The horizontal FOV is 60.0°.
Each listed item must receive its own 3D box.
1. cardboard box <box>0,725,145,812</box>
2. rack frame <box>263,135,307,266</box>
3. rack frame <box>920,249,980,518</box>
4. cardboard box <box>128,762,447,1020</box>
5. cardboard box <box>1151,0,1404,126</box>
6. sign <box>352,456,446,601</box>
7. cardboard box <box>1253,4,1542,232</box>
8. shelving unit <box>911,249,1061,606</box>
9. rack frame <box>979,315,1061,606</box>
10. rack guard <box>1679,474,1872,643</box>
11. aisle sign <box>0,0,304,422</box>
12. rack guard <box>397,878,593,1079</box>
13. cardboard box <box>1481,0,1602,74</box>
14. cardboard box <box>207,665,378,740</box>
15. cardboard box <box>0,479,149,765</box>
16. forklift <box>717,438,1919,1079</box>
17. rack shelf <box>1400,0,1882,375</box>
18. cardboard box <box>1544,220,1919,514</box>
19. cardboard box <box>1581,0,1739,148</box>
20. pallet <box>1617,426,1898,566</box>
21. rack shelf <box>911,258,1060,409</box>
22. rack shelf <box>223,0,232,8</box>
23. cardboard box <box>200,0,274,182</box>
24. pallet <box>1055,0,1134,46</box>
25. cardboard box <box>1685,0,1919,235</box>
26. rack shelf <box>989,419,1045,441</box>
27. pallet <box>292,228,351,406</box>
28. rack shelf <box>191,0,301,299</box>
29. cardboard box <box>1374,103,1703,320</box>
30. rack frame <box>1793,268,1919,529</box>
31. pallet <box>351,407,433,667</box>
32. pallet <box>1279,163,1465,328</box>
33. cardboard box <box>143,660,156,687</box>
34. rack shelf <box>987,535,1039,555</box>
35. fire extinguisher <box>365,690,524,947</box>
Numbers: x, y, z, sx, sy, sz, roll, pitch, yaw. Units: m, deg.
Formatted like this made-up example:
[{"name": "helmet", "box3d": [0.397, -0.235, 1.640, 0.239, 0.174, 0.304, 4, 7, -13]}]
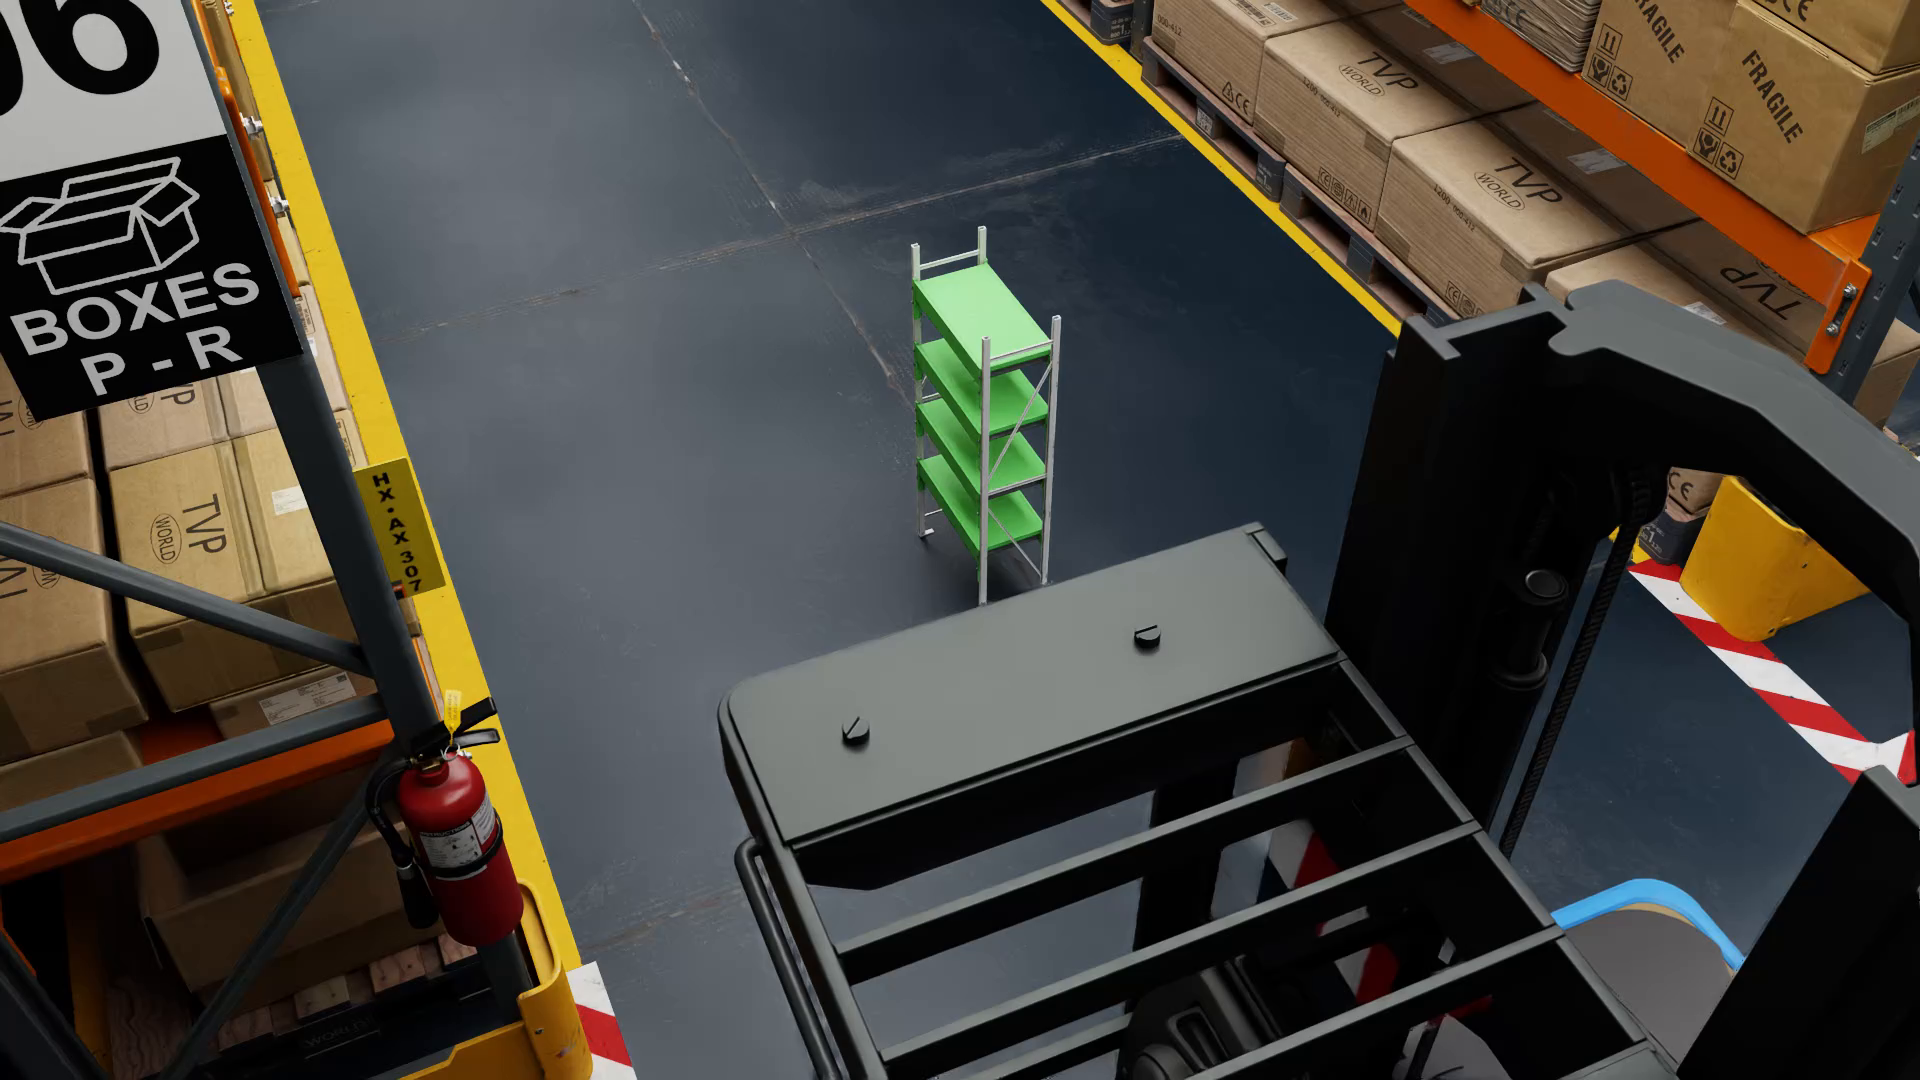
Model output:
[{"name": "cardboard box", "box3d": [-1.891, 0.410, 3.378, 0.380, 0.149, 0.250, -19, 48, -18]}, {"name": "rack frame", "box3d": [-3.190, -2.097, 5.739, 1.000, 3.000, 0.127, -18, 47, -17]}, {"name": "rack frame", "box3d": [-0.034, -0.477, 5.379, 0.228, 1.046, 0.006, -18, 47, -17]}, {"name": "cardboard box", "box3d": [-1.680, 0.774, 4.309, 0.797, 0.503, 0.637, -20, 48, -19]}, {"name": "cardboard box", "box3d": [1.478, -2.371, 7.542, 0.875, 0.438, 0.875, -19, 48, -18]}, {"name": "sign", "box3d": [-1.016, -0.016, 3.014, 0.100, 0.325, 0.005, -18, 47, -17]}, {"name": "cardboard box", "box3d": [1.855, -1.800, 6.964, 0.875, 0.438, 0.875, -19, 48, -19]}, {"name": "shelving unit", "box3d": [4.177, -4.790, 9.751, 13.061, 1.200, 8.595, -18, 47, -17]}, {"name": "rack frame", "box3d": [0.172, -0.166, 5.064, 0.240, 1.200, 0.015, -18, 47, -17]}, {"name": "rack guard", "box3d": [3.004, -0.111, 5.506, 1.175, 0.500, 0.348, -18, 47, -17]}, {"name": "aisle sign", "box3d": [-1.213, -0.516, 2.287, 0.394, 0.787, 0.004, -18, 47, -17]}, {"name": "rack guard", "box3d": [-1.540, 1.294, 4.083, 1.175, 0.500, 0.348, -18, 47, -17]}, {"name": "cardboard box", "box3d": [2.128, -1.930, 5.499, 0.500, 0.500, 0.500, -17, 47, -16]}, {"name": "cardboard box", "box3d": [-1.398, 0.251, 3.539, 0.380, 0.149, 0.250, -18, 48, -18]}, {"name": "cardboard box", "box3d": [-1.943, 0.185, 3.322, 0.500, 0.250, 0.500, -17, 47, -16]}, {"name": "forklift", "box3d": [3.511, -0.348, 4.078, 10.579, 2.843, 2.598, -17, 47, -16]}, {"name": "rack shelf", "box3d": [2.153, -2.034, 6.188, 1.077, 0.370, 4.000, -18, 47, -17]}, {"name": "cardboard box", "box3d": [2.625, -0.645, 5.793, 0.875, 0.438, 0.875, -20, 48, -19]}, {"name": "cardboard box", "box3d": [2.353, -1.605, 5.170, 0.500, 0.500, 0.500, -19, 48, -18]}, {"name": "pallet", "box3d": [2.586, -0.510, 6.116, 1.003, 0.211, 1.213, -18, 47, -17]}, {"name": "rack shelf", "box3d": [0.070, -0.618, 4.929, 0.258, 0.148, 0.480, -18, 47, -17]}, {"name": "rack shelf", "box3d": [-4.031, -3.115, 7.284, 1.077, 0.370, 4.000, -18, 47, -17]}, {"name": "cardboard box", "box3d": [-2.086, -1.192, 4.183, 0.500, 0.500, 0.500, -17, 47, -16]}, {"name": "pallet", "box3d": [0.919, -3.042, 8.683, 1.003, 0.211, 1.213, -18, 47, -17]}, {"name": "cardboard box", "box3d": [2.551, -1.281, 4.841, 0.500, 0.500, 0.500, -18, 47, -17]}, {"name": "rack shelf", "box3d": [0.070, -0.467, 5.078, 0.199, 0.029, 0.442, -18, 47, -17]}, {"name": "pallet", "box3d": [-2.903, -0.666, 6.275, 1.003, 0.211, 1.213, -18, 47, -17]}, {"name": "rack shelf", "box3d": [-2.349, -1.634, 3.647, 1.077, 0.370, 4.000, -18, 47, -17]}, {"name": "cardboard box", "box3d": [2.233, -1.225, 6.381, 0.875, 0.438, 0.875, -17, 47, -16]}, {"name": "rack frame", "box3d": [2.990, -1.015, 4.643, 0.949, 2.616, 0.053, -18, 47, -17]}, {"name": "pallet", "box3d": [-2.386, 0.112, 5.486, 1.003, 0.211, 1.213, -18, 47, -17]}, {"name": "pallet", "box3d": [2.077, -1.286, 6.903, 1.003, 0.211, 1.213, -18, 47, -17]}, {"name": "cardboard box", "box3d": [-1.942, 0.230, 3.560, 0.380, 0.149, 0.250, -17, 47, -16]}, {"name": "rack shelf", "box3d": [0.070, -0.126, 5.415, 0.199, 0.029, 0.442, -18, 47, -17]}, {"name": "fire extinguisher", "box3d": [-1.027, 0.570, 3.358, 0.296, 0.674, 0.183, -18, 47, -17]}]
